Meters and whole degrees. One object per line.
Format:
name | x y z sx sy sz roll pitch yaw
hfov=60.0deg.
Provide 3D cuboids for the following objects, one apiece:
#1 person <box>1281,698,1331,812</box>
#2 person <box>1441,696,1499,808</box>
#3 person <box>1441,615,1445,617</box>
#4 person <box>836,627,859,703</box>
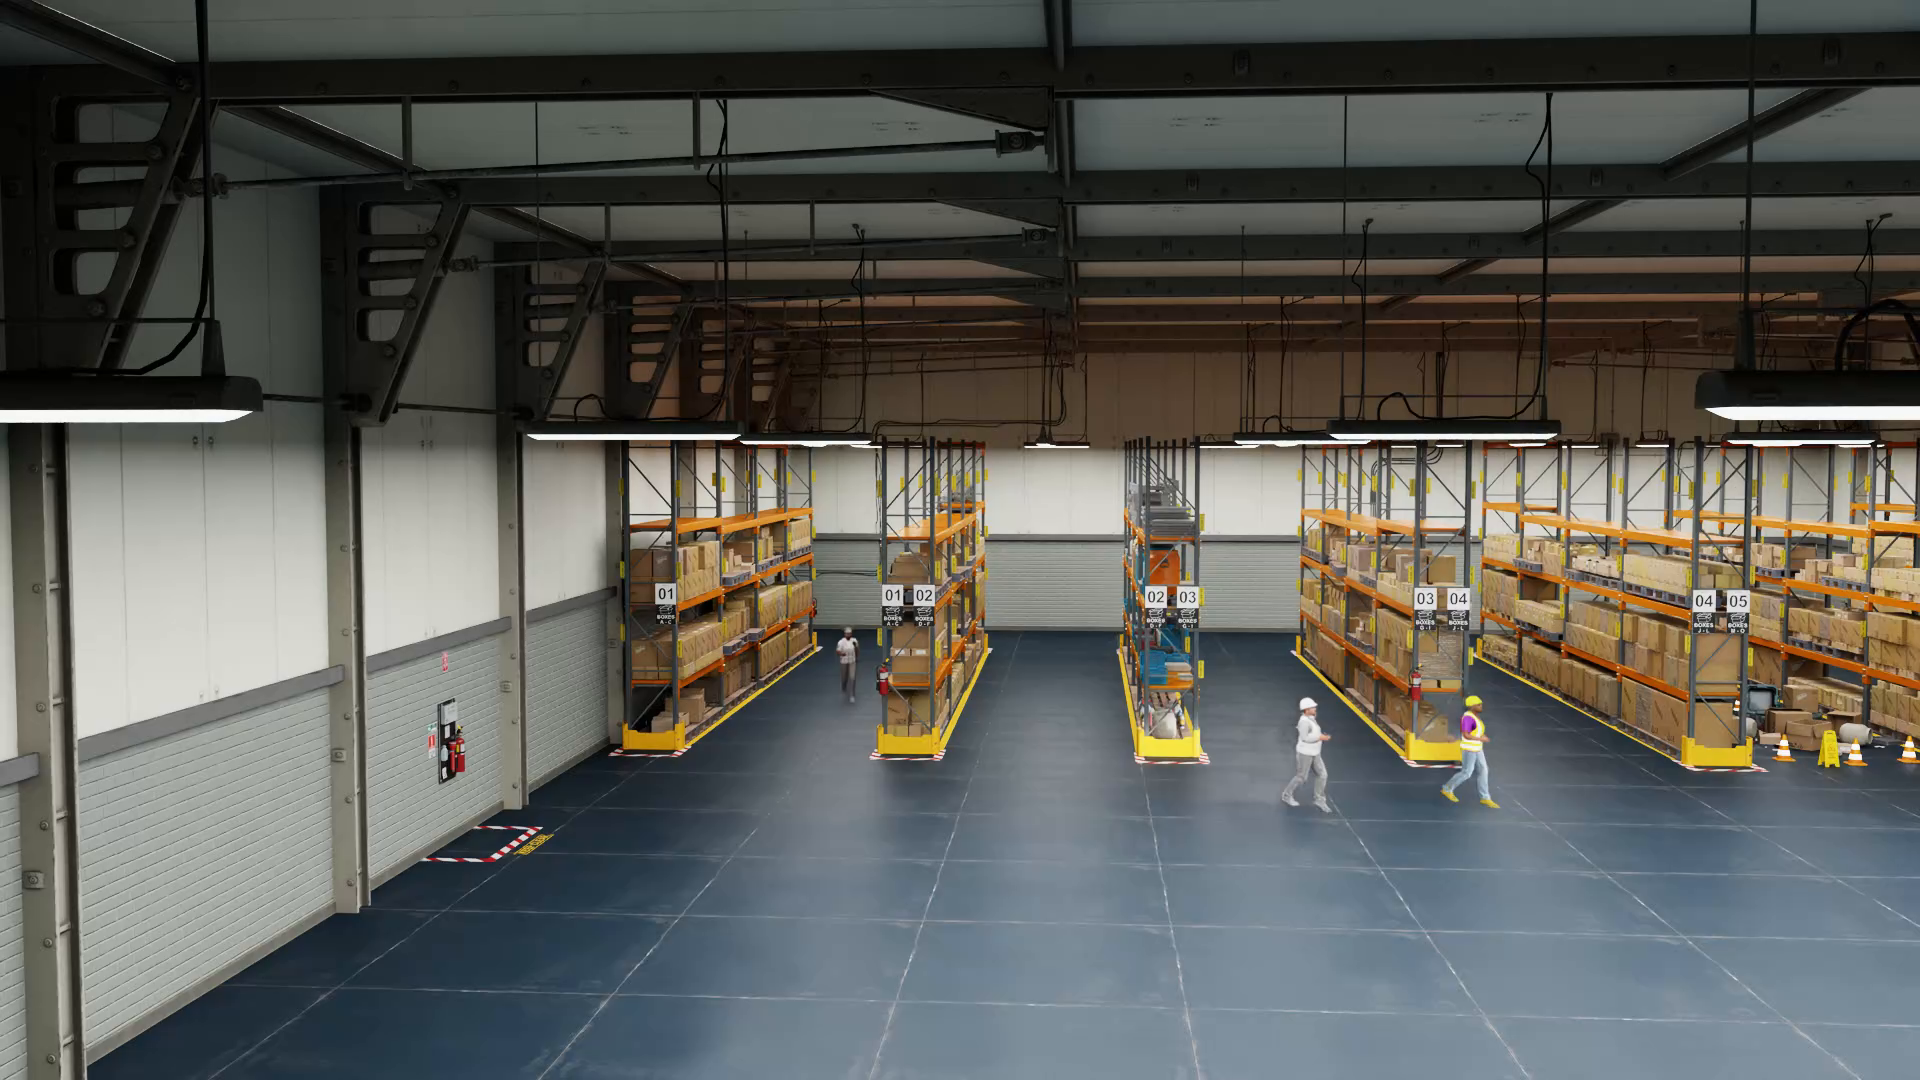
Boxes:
person | 5.519 3.423 26.456 0.801 1.836 0.643 2 4 30
person | 8.218 3.398 26.780 0.902 1.784 0.687 2 4 34
person | 13.115 2.378 46.377 0.925 1.706 0.828 -2 4 -39
person | -2.570 2.832 38.123 0.539 1.709 0.899 0 3 -8
